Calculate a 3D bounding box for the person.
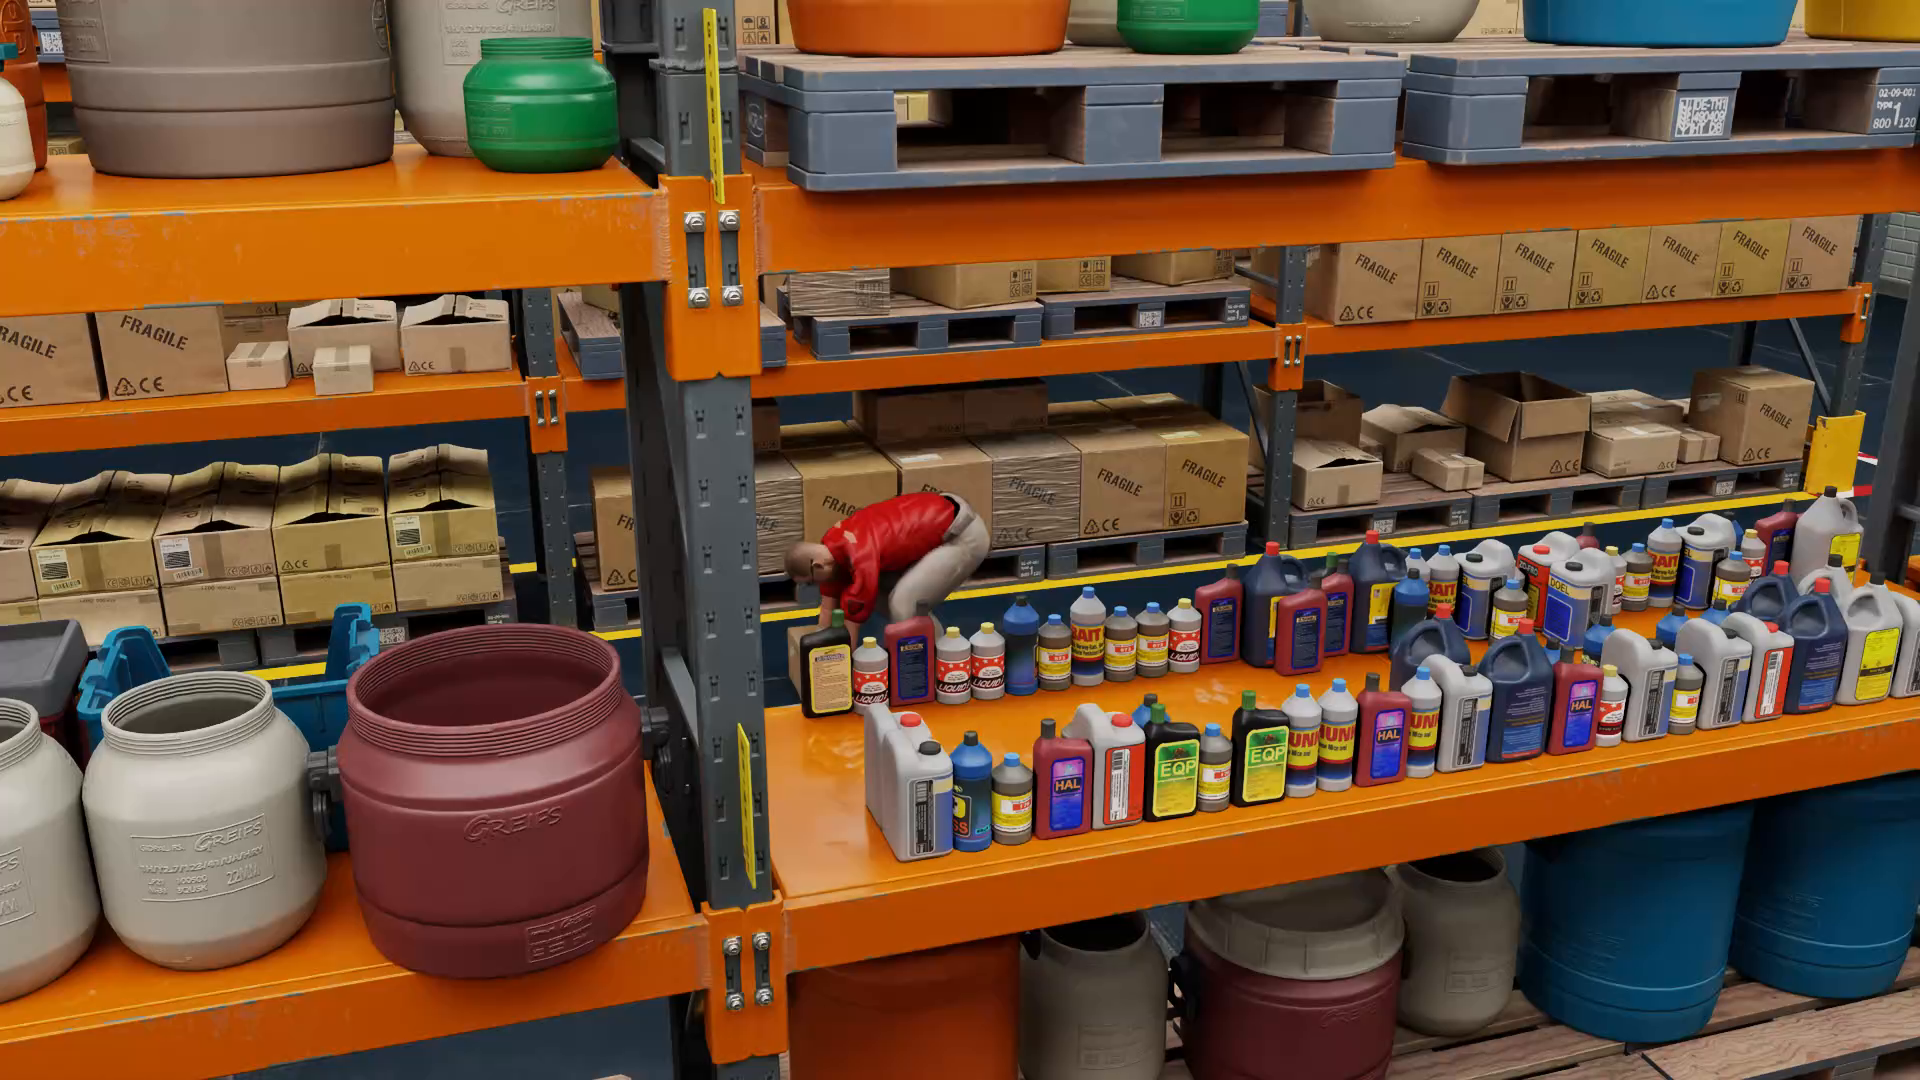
[{"bbox_3d":[-0.337,0.245,7.687,0.957,0.884,0.544,-7,20,-19],"label":"person"}]
